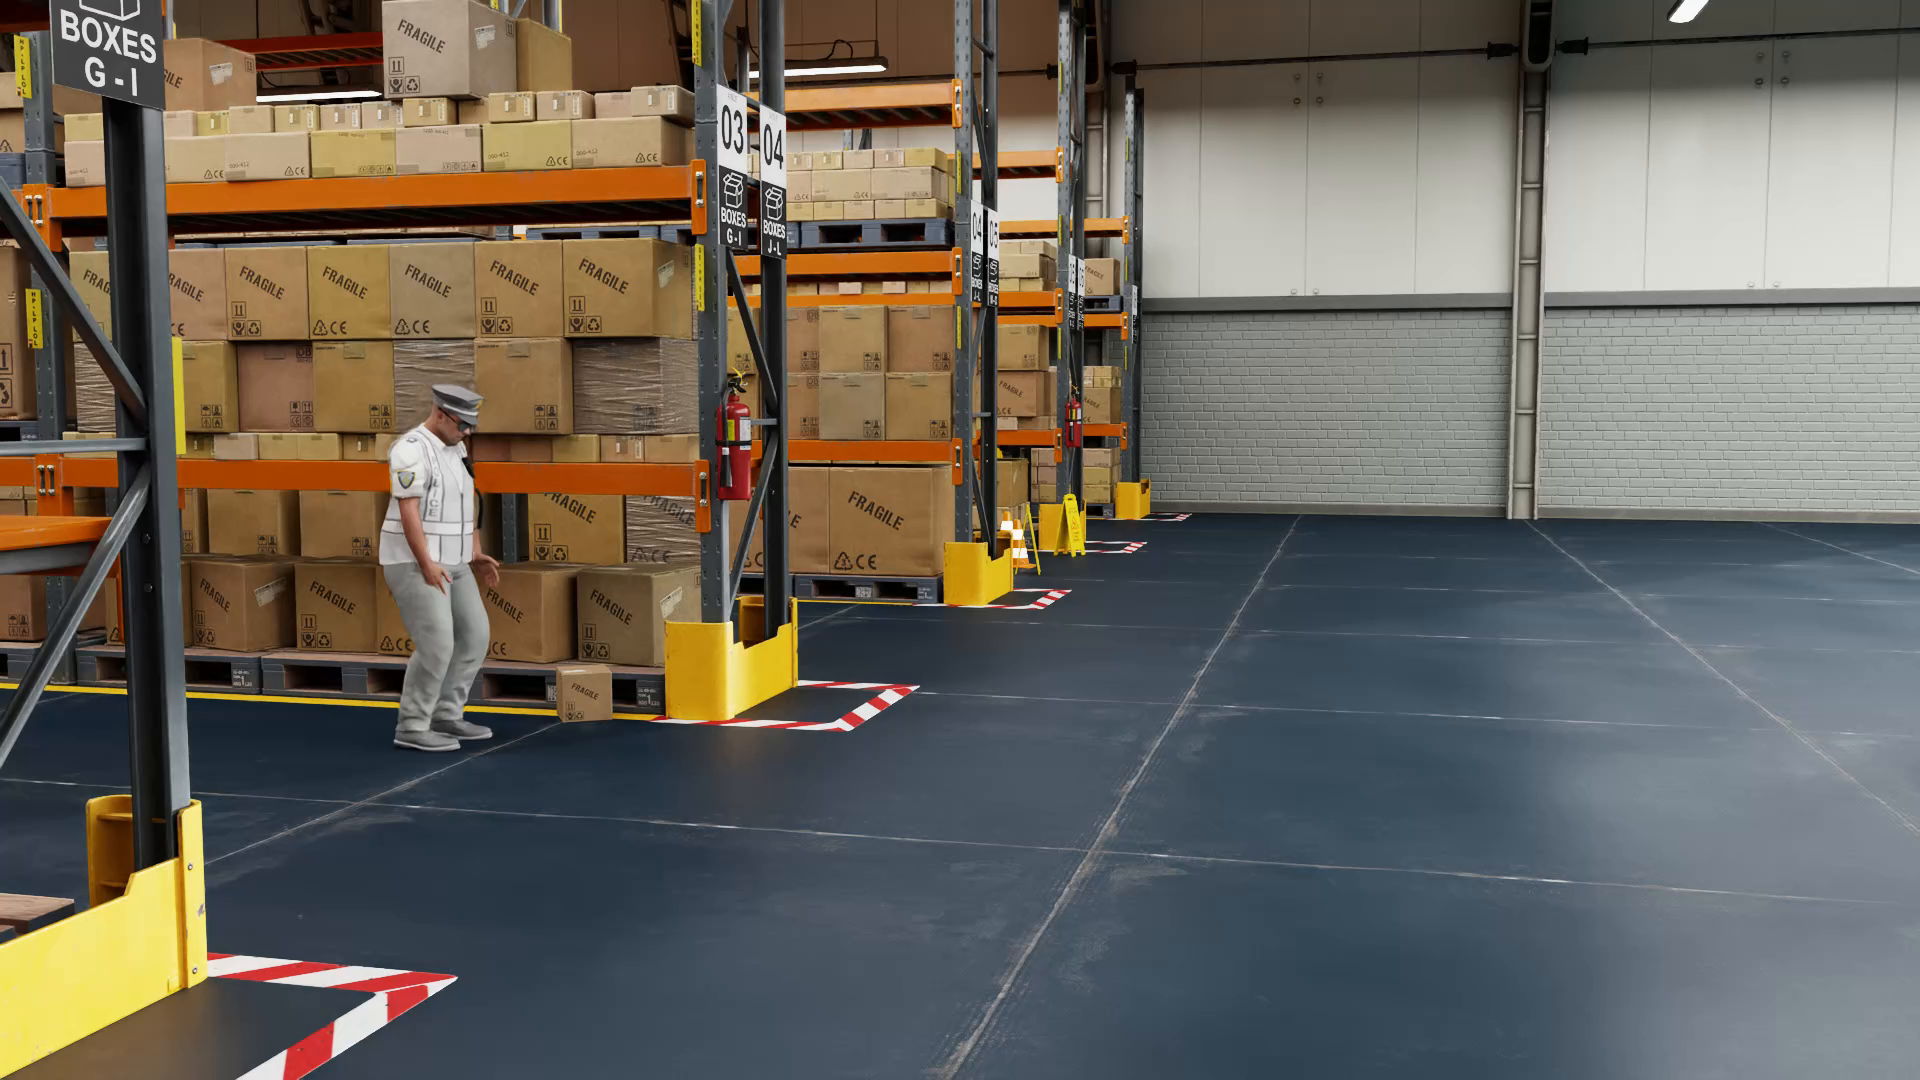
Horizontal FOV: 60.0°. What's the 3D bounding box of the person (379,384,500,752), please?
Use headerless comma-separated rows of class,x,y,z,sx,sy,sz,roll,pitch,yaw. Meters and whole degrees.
person,-2.464,0.120,7.883,0.475,1.710,0.553,1,5,15
